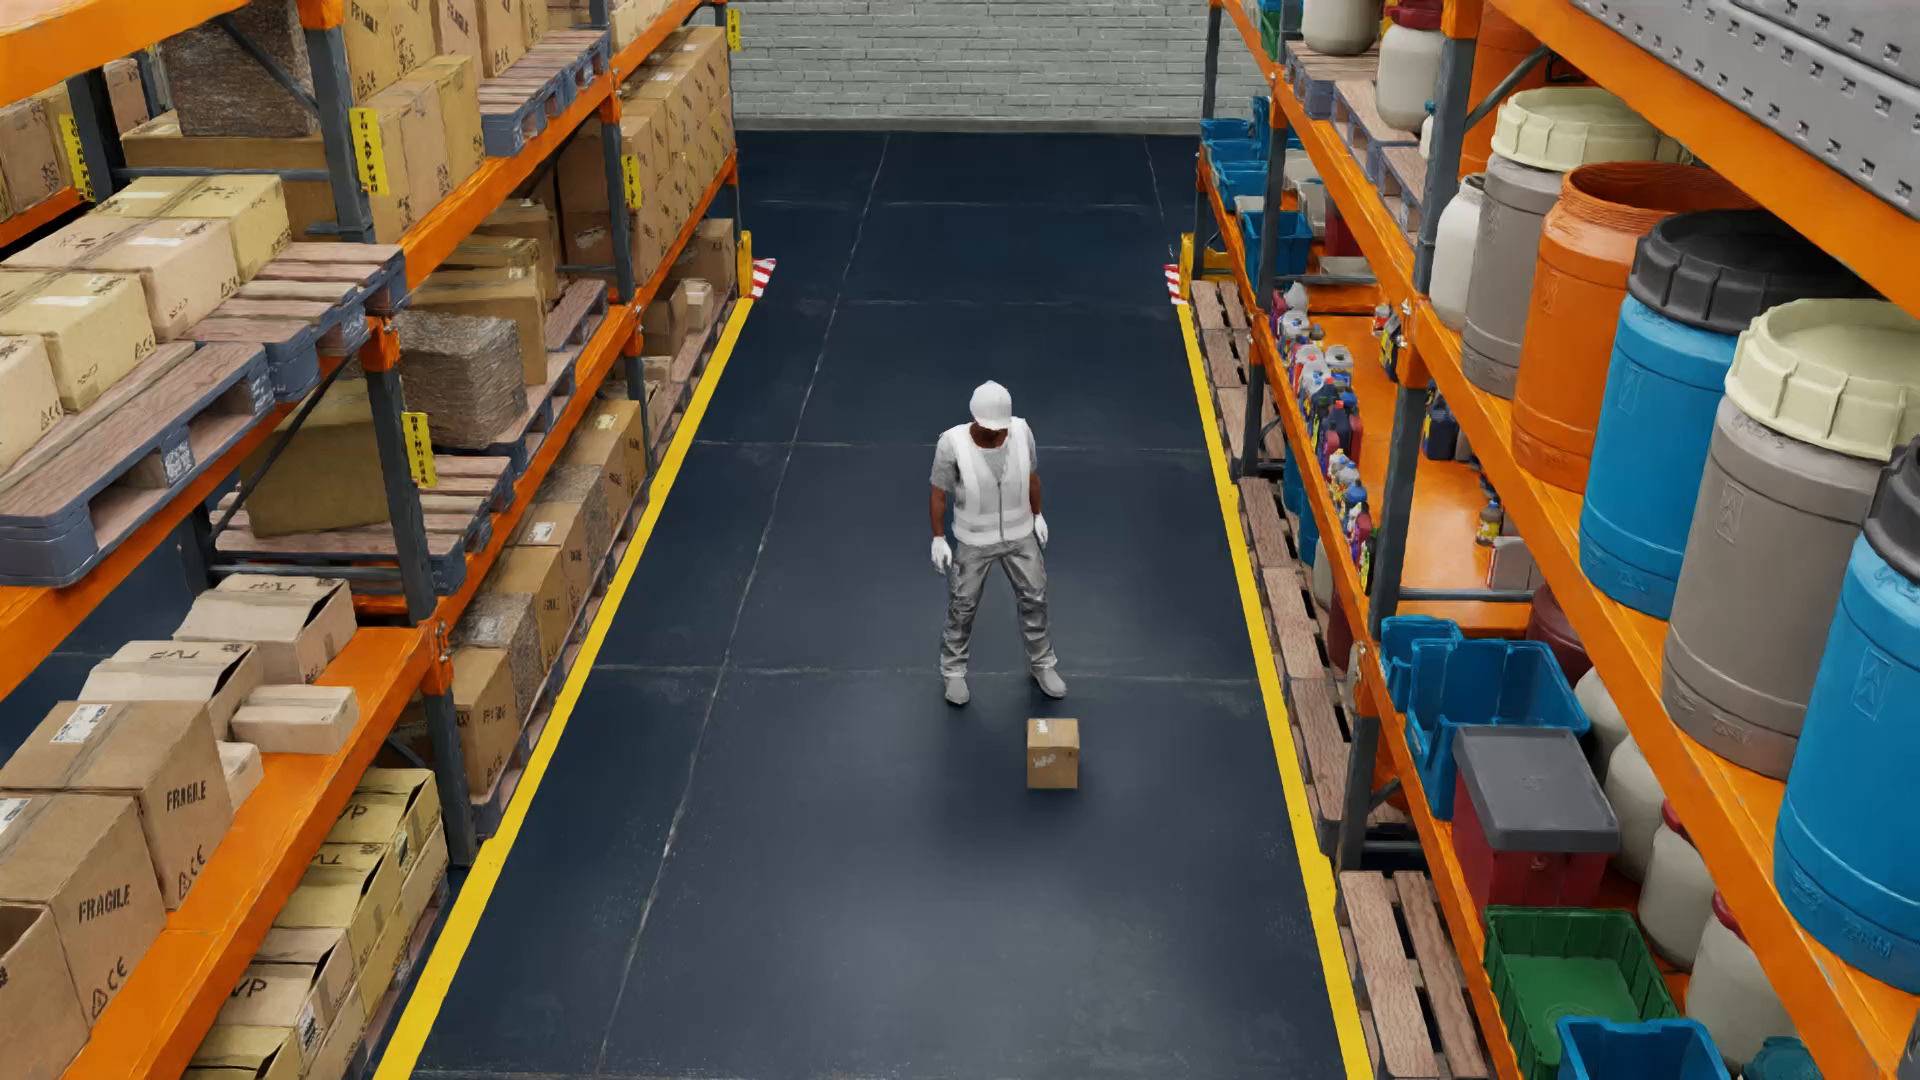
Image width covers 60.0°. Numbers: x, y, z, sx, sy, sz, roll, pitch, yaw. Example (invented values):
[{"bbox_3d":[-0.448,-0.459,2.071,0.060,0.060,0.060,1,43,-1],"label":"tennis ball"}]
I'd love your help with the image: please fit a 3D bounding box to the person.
[{"bbox_3d":[0.198,0.001,8.553,0.687,1.776,0.455,-8,29,-16],"label":"person"}]
